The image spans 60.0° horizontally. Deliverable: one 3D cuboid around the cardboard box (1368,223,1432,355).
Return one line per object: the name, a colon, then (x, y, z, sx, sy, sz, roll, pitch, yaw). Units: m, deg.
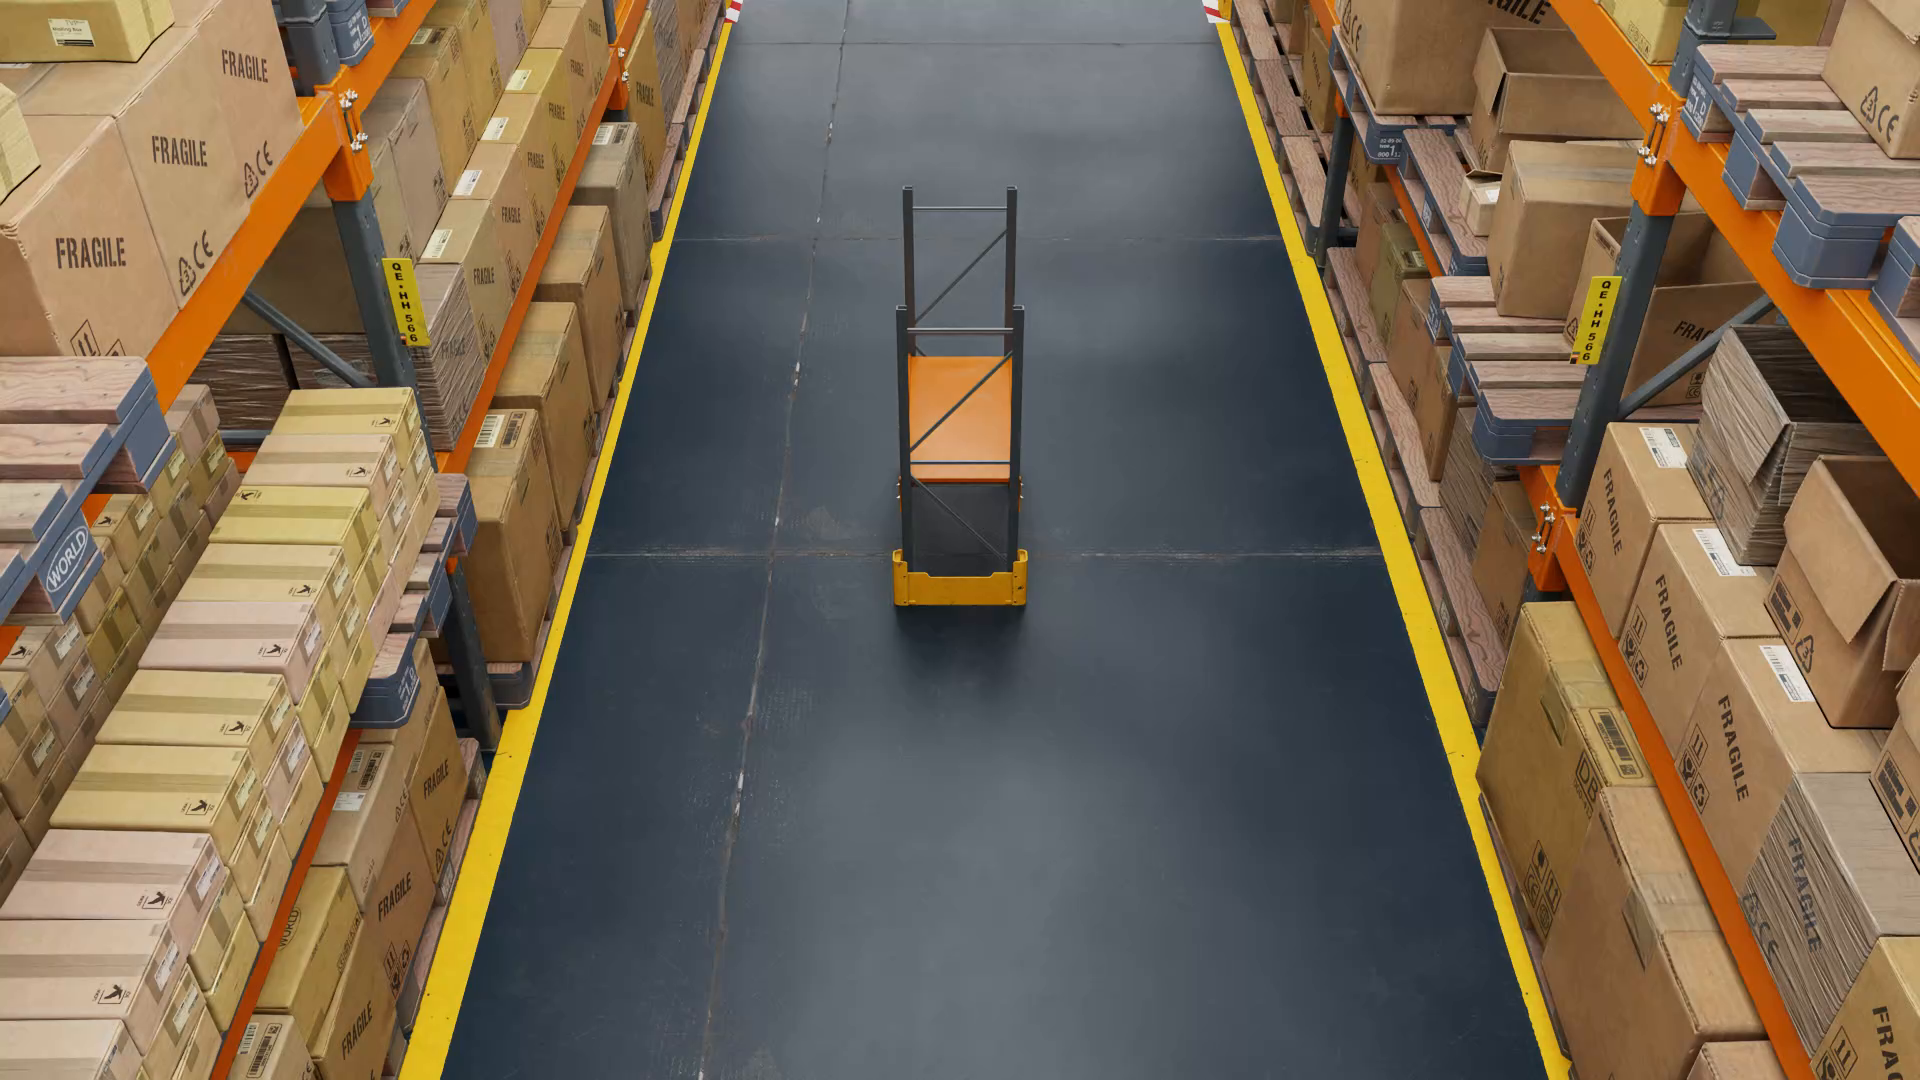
cardboard box: (2.553, -1.307, 8.629, 0.700, 0.500, 0.500, 0, 39, 0)

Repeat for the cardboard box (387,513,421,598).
cardboard box: (-1.904, 0.046, 5.159, 0.380, 0.149, 0.250, 0, 39, 0)

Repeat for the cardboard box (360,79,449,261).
cardboard box: (-2.356, -1.377, 6.191, 0.700, 0.500, 0.500, -1, 39, -1)

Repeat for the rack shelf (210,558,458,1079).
rack shelf: (-2.361, 1.180, 4.454, 1.077, 0.370, 4.000, 0, 39, 0)

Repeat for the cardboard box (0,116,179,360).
cardboard box: (-2.098, -0.579, 3.595, 0.500, 0.500, 0.500, 0, 39, 0)

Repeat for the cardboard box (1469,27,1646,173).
cardboard box: (2.687, -1.913, 7.320, 0.797, 0.503, 0.637, 4, 39, 5)

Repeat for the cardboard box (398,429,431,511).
cardboard box: (-1.907, -0.225, 5.259, 0.380, 0.149, 0.250, 1, 39, 1)

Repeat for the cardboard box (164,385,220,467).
cardboard box: (-2.556, -0.357, 5.187, 0.380, 0.149, 0.250, 0, 39, 0)

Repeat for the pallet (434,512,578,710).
pallet: (-2.289, 0.244, 7.277, 1.003, 0.211, 1.213, 0, 39, 0)

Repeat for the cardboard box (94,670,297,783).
cardboard box: (-1.905, 0.466, 4.160, 0.380, 0.149, 0.250, 2, 39, 2)

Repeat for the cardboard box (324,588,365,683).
cardboard box: (-1.902, 0.263, 4.650, 0.380, 0.149, 0.250, 0, 39, 0)

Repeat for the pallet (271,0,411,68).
pallet: (-2.417, -1.851, 5.413, 1.213, 0.211, 1.003, 2, 39, 2)

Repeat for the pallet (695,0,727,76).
pallet: (-2.293, -3.766, 12.281, 1.003, 0.211, 1.213, 0, 39, 0)

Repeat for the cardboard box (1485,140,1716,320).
cardboard box: (2.456, -1.181, 6.410, 0.700, 0.500, 0.500, 5, 39, 7)

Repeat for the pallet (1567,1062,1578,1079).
pallet: (2.521, 2.051, 5.022, 1.003, 0.211, 1.213, 0, 39, 0)

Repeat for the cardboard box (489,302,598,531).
cardboard box: (-2.278, -0.565, 7.519, 1.050, 0.750, 0.750, 1, 39, 1)

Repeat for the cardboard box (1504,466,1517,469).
cardboard box: (2.555, -0.531, 7.062, 0.500, 0.250, 0.500, 4, 39, 5)

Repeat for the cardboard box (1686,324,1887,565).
cardboard box: (2.582, -0.265, 4.800, 0.797, 0.503, 0.637, 1, 39, 1)

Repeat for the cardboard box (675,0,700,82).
cardboard box: (-2.302, -3.715, 11.350, 0.875, 0.875, 0.875, -1, 39, -1)

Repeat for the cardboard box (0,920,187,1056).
cardboard box: (-1.902, 0.955, 3.549, 0.380, 0.149, 0.250, 0, 39, 0)

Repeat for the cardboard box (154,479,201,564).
cardboard box: (-2.561, -0.061, 5.055, 0.380, 0.149, 0.250, 2, 39, 2)

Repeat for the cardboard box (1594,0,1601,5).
cardboard box: (2.337, -2.011, 5.582, 0.500, 0.250, 0.500, 0, 39, 0)

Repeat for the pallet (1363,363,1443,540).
pallet: (2.599, -0.453, 8.147, 1.003, 0.211, 1.213, 0, 39, 0)

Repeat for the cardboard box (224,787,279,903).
cardboard box: (-1.903, 0.743, 4.051, 0.380, 0.149, 0.250, -1, 39, -1)

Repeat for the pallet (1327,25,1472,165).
pallet: (2.448, -2.240, 8.300, 1.003, 0.211, 1.213, 0, 39, 0)

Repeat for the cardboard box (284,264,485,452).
cardboard box: (-2.094, -0.671, 6.109, 0.500, 0.500, 0.500, 0, 39, 0)

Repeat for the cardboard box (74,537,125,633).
cardboard box: (-2.558, 0.127, 4.582, 0.380, 0.149, 0.250, -2, 39, -2)

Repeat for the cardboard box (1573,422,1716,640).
cardboard box: (2.325, -0.027, 5.305, 0.500, 0.500, 0.500, 1, 39, 1)

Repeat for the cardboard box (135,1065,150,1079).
cardboard box: (-1.903, 1.235, 3.437, 0.380, 0.149, 0.250, -2, 39, -2)

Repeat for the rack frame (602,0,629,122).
rack frame: (-2.368, -2.853, 8.911, 1.000, 3.000, 0.127, 0, 39, 0)

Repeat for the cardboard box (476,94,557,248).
cardboard box: (-2.096, -1.616, 7.288, 0.500, 0.500, 0.500, 0, 39, -1)

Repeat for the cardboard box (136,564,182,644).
cardboard box: (-2.563, 0.199, 4.968, 0.380, 0.149, 0.250, 2, 39, 2)

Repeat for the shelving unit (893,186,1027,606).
shelving unit: (0.000, -0.633, 7.340, 0.587, 1.500, 1.083, 0, 39, 0)

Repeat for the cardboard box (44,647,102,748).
cardboard box: (-2.557, 0.419, 4.455, 0.380, 0.149, 0.250, 0, 39, 0)

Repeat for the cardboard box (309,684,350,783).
cardboard box: (-1.905, 0.531, 4.553, 0.380, 0.149, 0.250, -2, 39, -2)

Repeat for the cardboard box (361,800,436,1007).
cardboard box: (-2.104, 1.196, 5.522, 0.500, 0.500, 0.500, 1, 39, 2)

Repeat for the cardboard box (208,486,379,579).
cardboard box: (-1.906, -0.022, 4.768, 0.380, 0.149, 0.250, 1, 39, 1)

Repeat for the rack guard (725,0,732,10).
rack guard: (-2.372, -4.394, 12.833, 1.175, 0.500, 0.348, 0, 39, 0)

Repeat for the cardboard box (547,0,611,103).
cardboard box: (-2.100, -2.566, 8.473, 0.500, 0.500, 0.500, 0, 39, 0)

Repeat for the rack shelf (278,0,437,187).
rack shelf: (-2.365, -2.492, 6.637, 1.077, 0.370, 4.000, 0, 39, 0)

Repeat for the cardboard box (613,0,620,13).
cardboard box: (-2.380, -3.142, 9.152, 0.875, 0.550, 0.550, 0, 39, 0)

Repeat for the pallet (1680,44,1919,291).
pallet: (2.651, -0.986, 4.334, 1.213, 0.211, 1.003, 2, 39, 2)

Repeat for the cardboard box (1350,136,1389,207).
cardboard box: (2.632, -2.232, 9.799, 0.500, 0.500, 0.500, -1, 39, -1)

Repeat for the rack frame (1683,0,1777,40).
rack frame: (2.597, -2.633, 3.839, 1.000, 3.000, 0.127, 0, 39, 0)

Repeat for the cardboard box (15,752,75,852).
cardboard box: (-2.561, 0.692, 4.353, 0.380, 0.149, 0.250, 0, 39, 1)

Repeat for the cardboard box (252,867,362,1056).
cardboard box: (-2.104, 1.229, 4.881, 0.500, 0.250, 0.500, 1, 39, 1)

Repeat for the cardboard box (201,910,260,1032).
cardboard box: (-1.906, 1.021, 3.942, 0.380, 0.149, 0.250, -1, 39, -1)

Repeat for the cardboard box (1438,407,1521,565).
cardboard box: (2.563, -0.254, 7.315, 0.700, 0.500, 0.500, -3, 39, -4)

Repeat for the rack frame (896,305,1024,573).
rack frame: (0.000, -0.321, 6.951, 0.500, 1.500, 0.032, 0, 39, 0)

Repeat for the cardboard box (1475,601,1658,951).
cardboard box: (2.577, 0.805, 5.710, 1.225, 0.875, 0.875, -2, 39, -2)

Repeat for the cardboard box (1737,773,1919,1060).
cardboard box: (2.331, 0.929, 4.112, 0.500, 0.500, 0.500, 0, 39, 0)

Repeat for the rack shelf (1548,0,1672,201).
rack shelf: (2.595, -2.432, 6.563, 1.077, 0.370, 4.000, 0, 39, 0)

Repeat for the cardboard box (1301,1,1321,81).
cardboard box: (2.589, -3.327, 11.166, 0.500, 0.500, 0.500, 3, 39, 4)

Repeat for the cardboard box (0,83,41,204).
cardboard box: (-2.081, -0.802, 3.262, 0.396, 0.266, 0.258, 0, 39, 0)

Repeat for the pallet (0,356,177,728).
pallet: (-2.257, 0.018, 3.080, 1.213, 0.211, 1.003, 0, 39, 0)

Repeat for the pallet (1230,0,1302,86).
pallet: (2.553, -3.651, 12.137, 1.003, 0.211, 1.213, 0, 39, 0)

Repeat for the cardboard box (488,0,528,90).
cardboard box: (-2.358, -2.334, 7.384, 0.700, 0.500, 0.500, 0, 39, 0)
